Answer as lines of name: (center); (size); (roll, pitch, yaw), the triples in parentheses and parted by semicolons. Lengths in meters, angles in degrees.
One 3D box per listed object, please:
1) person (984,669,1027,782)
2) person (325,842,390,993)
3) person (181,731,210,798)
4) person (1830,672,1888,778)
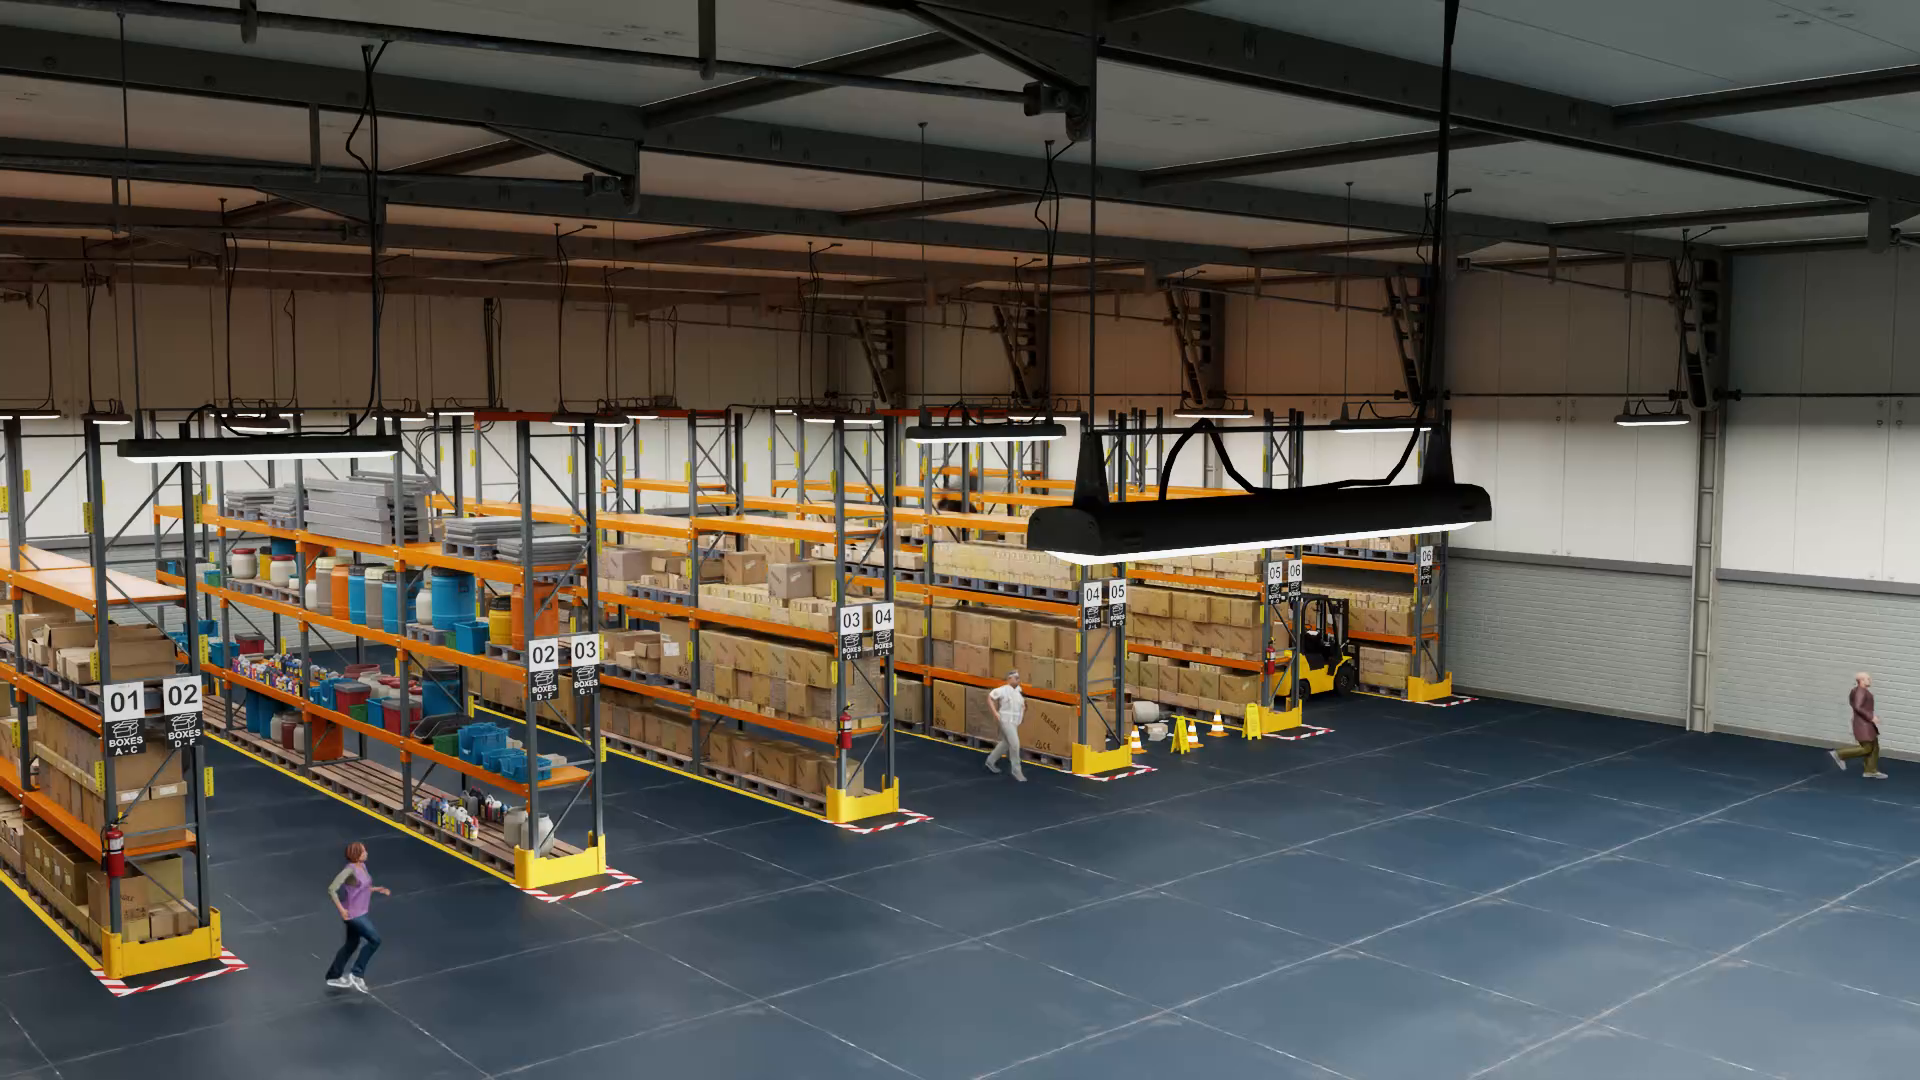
person: (0.852, 3.029, 27.568); (0.908, 1.787, 0.677); (3, 6, 34)
person: (-6.402, 3.994, 17.646); (0.676, 1.609, 0.529); (-1, 5, -12)
person: (-12.148, 3.209, 26.247); (0.865, 1.665, 0.580); (4, 6, 37)
person: (14.857, 3.046, 27.423); (0.865, 1.745, 0.726); (3, 6, 27)
